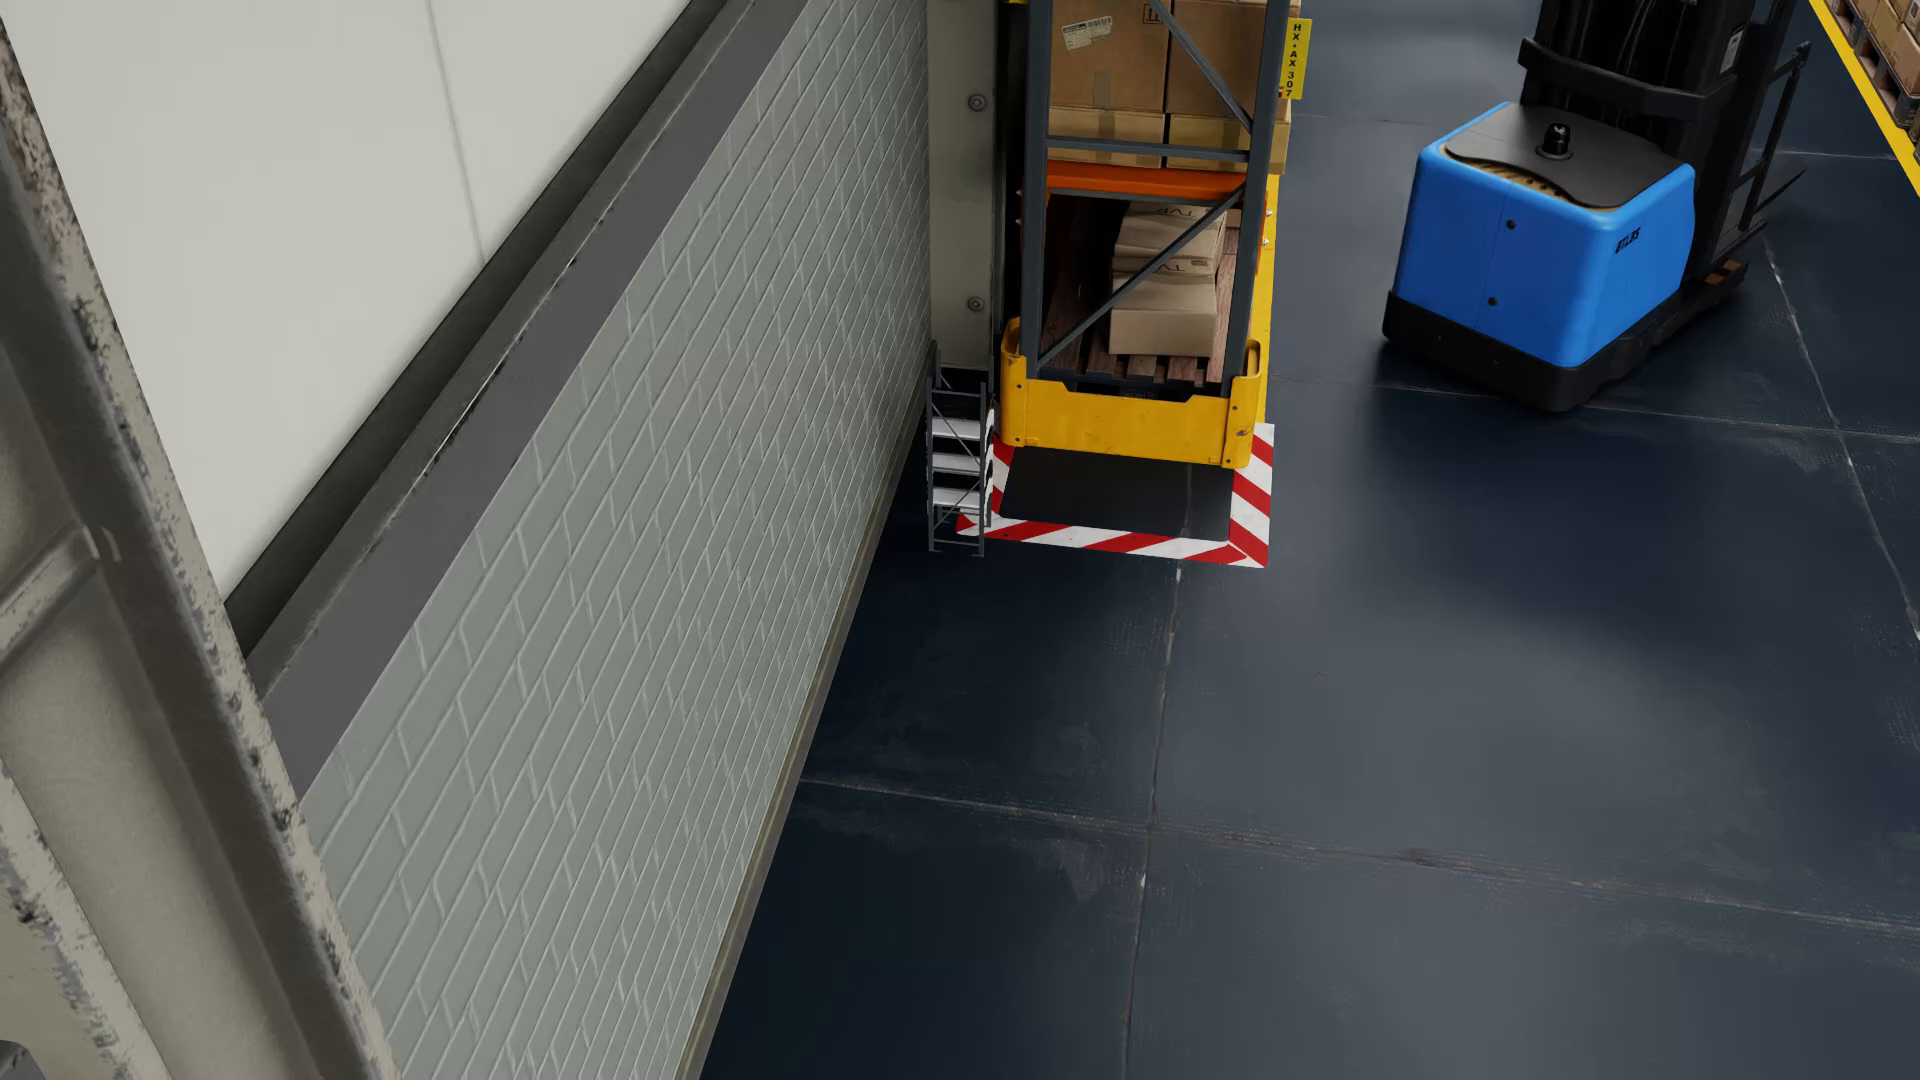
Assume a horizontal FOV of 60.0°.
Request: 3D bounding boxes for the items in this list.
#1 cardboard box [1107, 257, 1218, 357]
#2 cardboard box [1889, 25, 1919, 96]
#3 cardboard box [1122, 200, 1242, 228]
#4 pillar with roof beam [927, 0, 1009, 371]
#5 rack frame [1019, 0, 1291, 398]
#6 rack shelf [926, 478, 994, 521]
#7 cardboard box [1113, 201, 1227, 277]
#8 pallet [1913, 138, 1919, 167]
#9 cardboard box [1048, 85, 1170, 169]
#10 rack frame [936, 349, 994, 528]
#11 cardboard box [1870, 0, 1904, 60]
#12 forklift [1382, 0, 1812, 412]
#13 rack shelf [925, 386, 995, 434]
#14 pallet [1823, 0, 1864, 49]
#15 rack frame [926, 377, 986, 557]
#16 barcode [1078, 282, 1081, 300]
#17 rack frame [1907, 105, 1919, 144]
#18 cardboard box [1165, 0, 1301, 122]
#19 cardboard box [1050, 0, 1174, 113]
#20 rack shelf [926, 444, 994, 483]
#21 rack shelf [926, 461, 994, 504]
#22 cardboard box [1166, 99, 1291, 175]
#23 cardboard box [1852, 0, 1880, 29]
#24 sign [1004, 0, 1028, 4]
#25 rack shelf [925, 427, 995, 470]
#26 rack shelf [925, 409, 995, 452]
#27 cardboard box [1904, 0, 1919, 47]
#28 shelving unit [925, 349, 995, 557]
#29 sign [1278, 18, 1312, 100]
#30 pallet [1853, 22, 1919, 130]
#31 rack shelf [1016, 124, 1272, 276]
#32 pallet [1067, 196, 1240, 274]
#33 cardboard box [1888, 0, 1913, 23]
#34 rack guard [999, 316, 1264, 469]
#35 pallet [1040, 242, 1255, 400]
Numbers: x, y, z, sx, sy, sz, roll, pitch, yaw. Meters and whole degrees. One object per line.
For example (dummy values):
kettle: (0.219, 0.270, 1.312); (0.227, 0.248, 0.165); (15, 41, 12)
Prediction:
cardboard box: (0.975, -1.158, 8.062); (0.500, 0.311, 0.500); (2, 40, 3)
cardboard box: (6.125, -2.962, 10.306); (0.500, 0.250, 0.500); (6, 40, 7)
cardboard box: (1.250, -2.044, 8.984); (0.700, 0.500, 0.500); (4, 40, 5)
pillar with roof beam: (4.276, -3.973, 4.993); (9.100, 9.000, 0.400); (6, 40, 8)
rack frame: (0.767, -1.601, 6.832); (1.000, 3.000, 0.127); (6, 40, 8)
rack shelf: (0.001, -0.187, 7.105); (0.258, 0.077, 0.200); (6, 40, 8)
cardboard box: (1.074, -1.516, 8.495); (0.500, 0.311, 0.500); (10, 41, 11)
pallet: (6.160, -1.998, 9.501); (1.003, 0.211, 1.213); (6, 40, 8)
cardboard box: (0.657, -1.865, 7.254); (0.500, 0.250, 0.500); (7, 40, 8)
rack frame: (0.019, -0.416, 7.046); (0.240, 0.900, 0.006); (6, 40, 8)
cardboard box: (6.214, -3.279, 10.690); (0.500, 0.250, 0.500); (6, 40, 7)
forklift: (3.531, -2.571, 8.059); (3.031, 2.935, 1.130); (-32, 49, -33)
rack shelf: (0.001, -0.534, 6.818); (0.258, 0.077, 0.200); (6, 40, 8)
pallet: (6.637, -3.727, 11.592); (1.003, 0.211, 1.213); (6, 40, 8)
rack frame: (-0.016, -0.288, 6.892); (0.240, 0.900, 0.006); (6, 40, 8)
barcode: (0.584, -1.217, 8.126); (0.001, 0.075, 0.075); (6, 40, 8)
rack frame: (6.339, -3.567, 9.210); (1.000, 3.000, 0.127); (6, 40, 8)
cardboard box: (1.145, -2.106, 6.957); (0.500, 0.500, 0.500); (6, 40, 8)
cardboard box: (0.639, -2.159, 7.021); (0.500, 0.500, 0.500); (6, 40, 7)
rack shelf: (0.001, -0.326, 6.990); (0.258, 0.077, 0.200); (6, 40, 8)
rack shelf: (0.001, -0.257, 7.048); (0.258, 0.077, 0.200); (6, 40, 8)
cardboard box: (1.164, -1.822, 7.201); (0.500, 0.250, 0.500); (5, 40, 6)
cardboard box: (6.302, -3.600, 11.078); (0.500, 0.250, 0.500); (7, 40, 9)
sign: (0.224, -2.243, 6.452); (0.100, 0.325, 0.005); (6, 40, 8)
rack shelf: (0.001, -0.395, 6.933); (0.258, 0.077, 0.200); (6, 40, 8)
rack shelf: (0.001, -0.465, 6.876); (0.258, 0.077, 0.200); (6, 40, 8)
cardboard box: (6.126, -3.171, 10.120); (0.500, 0.311, 0.500); (6, 40, 8)
shelving unit: (0.001, -0.352, 6.969); (0.258, 0.900, 0.210); (6, 40, 8)
sign: (1.301, -1.875, 6.484); (0.100, 0.325, 0.005); (6, 40, 8)
pallet: (6.428, -2.959, 10.663); (1.003, 0.211, 1.213); (6, 40, 8)
rack shelf: (1.113, -2.579, 8.579); (1.077, 0.370, 4.000); (6, 40, 8)
pallet: (1.169, -1.843, 9.314); (1.003, 0.211, 1.213); (6, 40, 8)
cardboard box: (6.210, -3.498, 10.516); (0.500, 0.311, 0.500); (7, 40, 9)
rack guard: (0.780, -0.685, 7.686); (1.175, 0.500, 0.348); (6, 40, 8)
pallet: (0.955, -1.080, 8.390); (1.003, 0.211, 1.213); (6, 40, 8)
